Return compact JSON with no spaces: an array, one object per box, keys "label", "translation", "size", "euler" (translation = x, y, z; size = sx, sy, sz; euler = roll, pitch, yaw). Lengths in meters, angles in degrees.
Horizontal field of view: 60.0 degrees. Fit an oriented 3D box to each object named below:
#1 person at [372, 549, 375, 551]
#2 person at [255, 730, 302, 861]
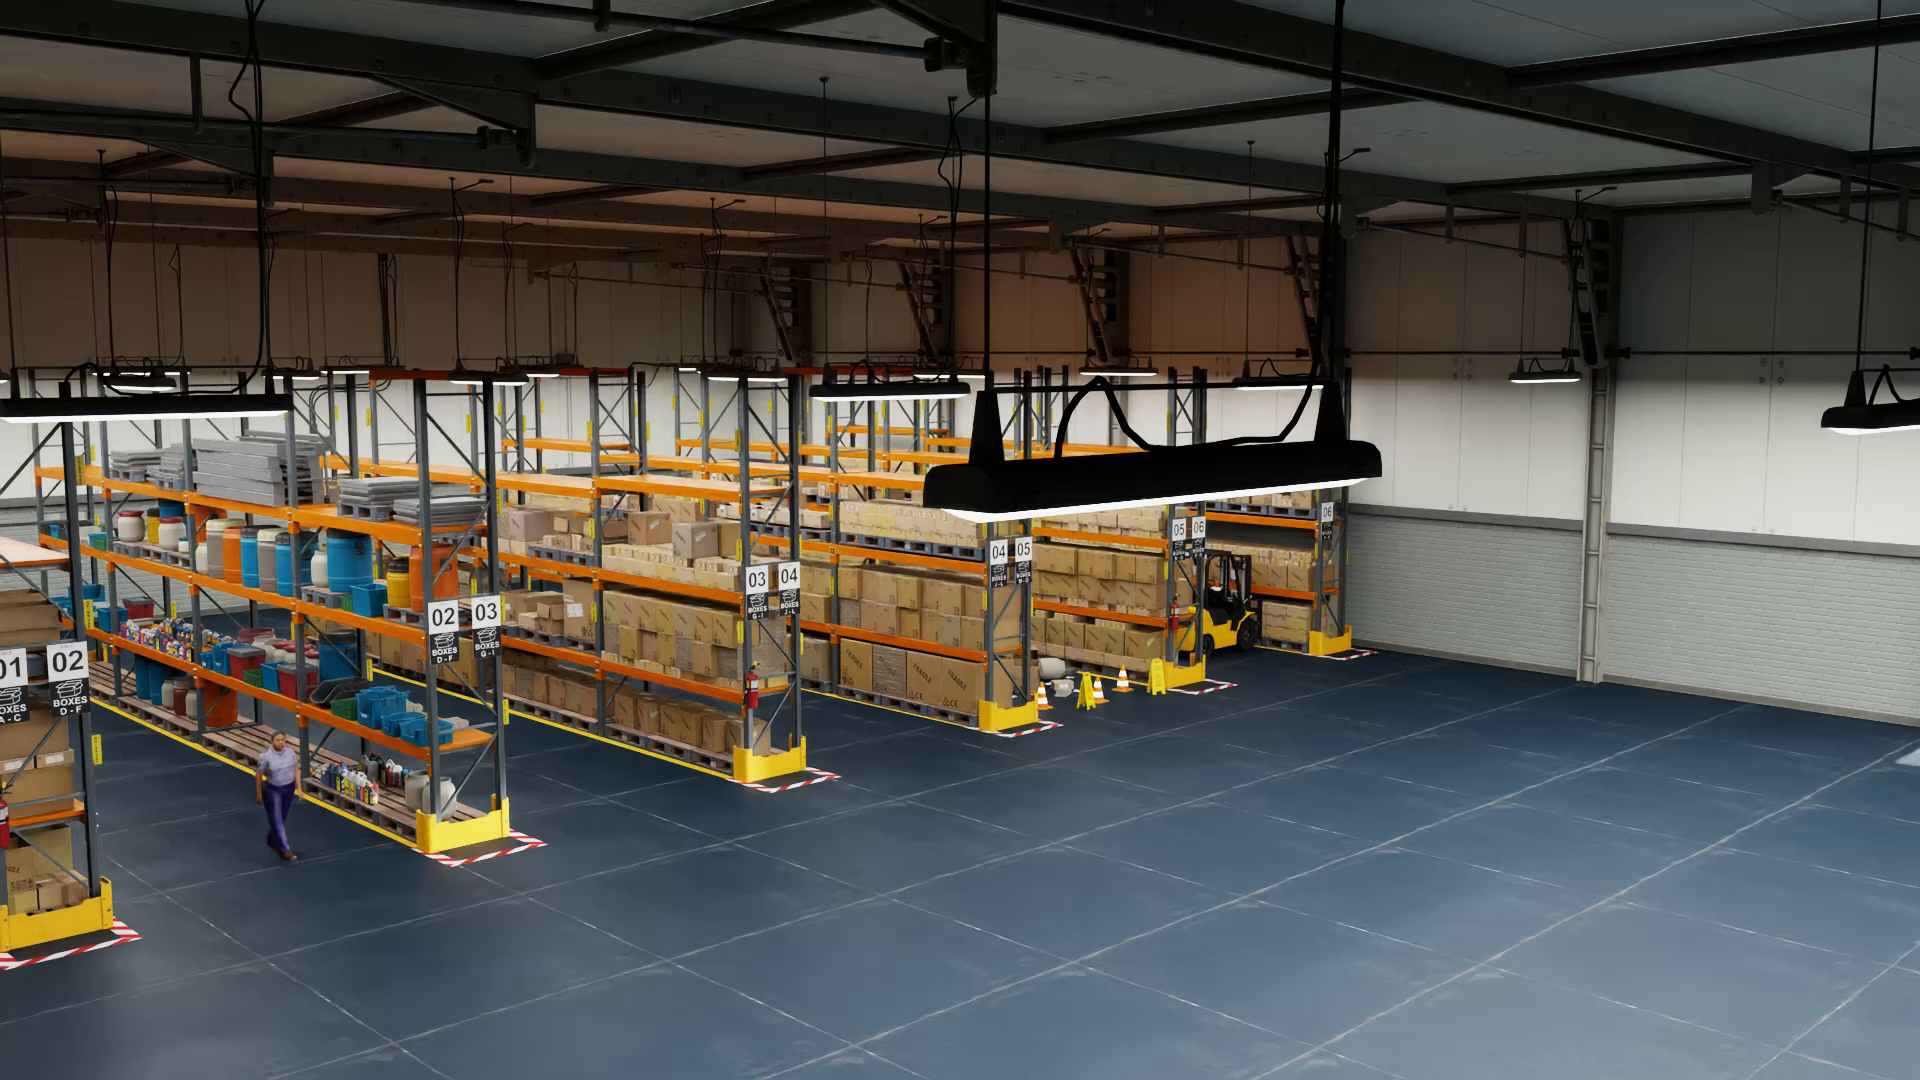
[{"label":"person","translation":[-14.633,0.822,40.927],"size":[0.588,1.769,0.653],"euler":[1,7,13]},{"label":"person","translation":[-8.500,3.167,20.859],"size":[0.998,1.590,0.507],"euler":[4,8,35]}]
